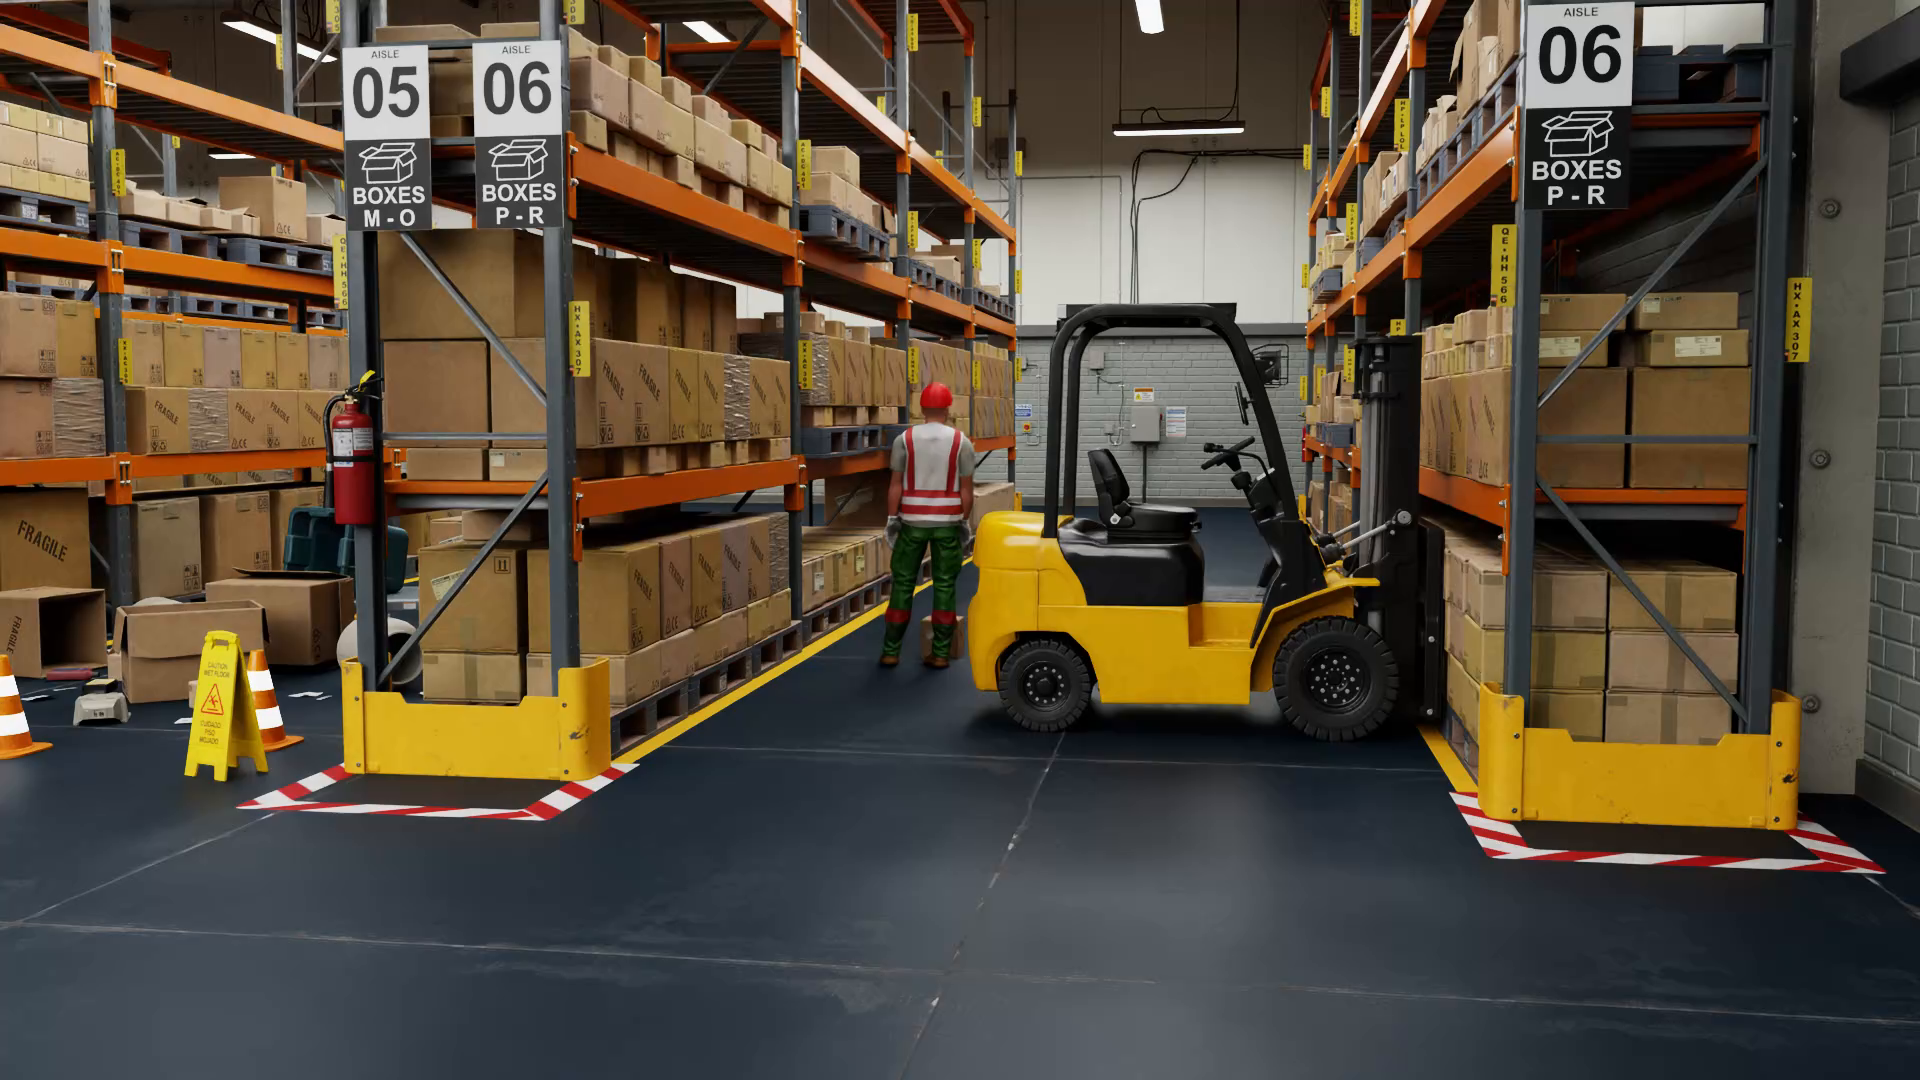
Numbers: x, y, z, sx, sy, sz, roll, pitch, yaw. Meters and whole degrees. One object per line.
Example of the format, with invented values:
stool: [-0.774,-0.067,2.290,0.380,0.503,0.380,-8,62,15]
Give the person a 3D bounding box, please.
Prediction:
person: [-0.210,-0.101,10.534,0.610,1.794,0.406,0,4,0]
